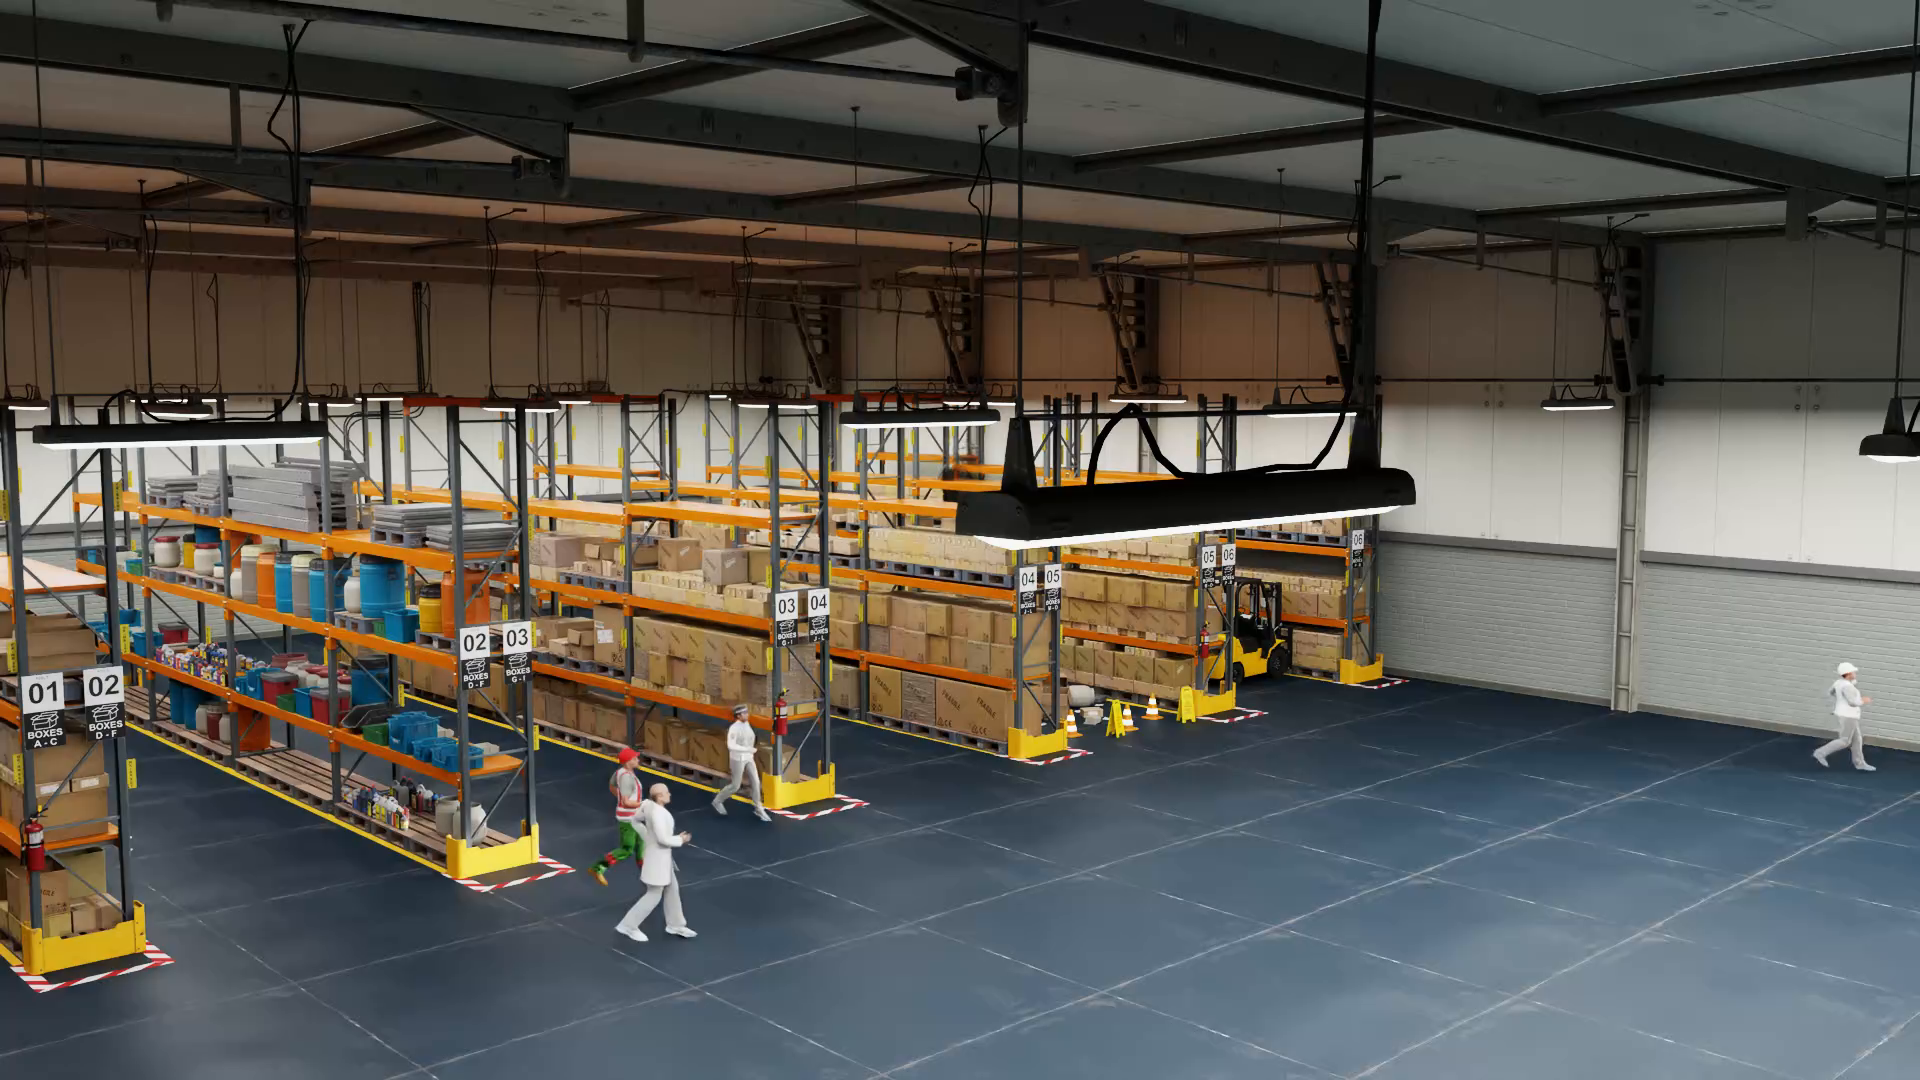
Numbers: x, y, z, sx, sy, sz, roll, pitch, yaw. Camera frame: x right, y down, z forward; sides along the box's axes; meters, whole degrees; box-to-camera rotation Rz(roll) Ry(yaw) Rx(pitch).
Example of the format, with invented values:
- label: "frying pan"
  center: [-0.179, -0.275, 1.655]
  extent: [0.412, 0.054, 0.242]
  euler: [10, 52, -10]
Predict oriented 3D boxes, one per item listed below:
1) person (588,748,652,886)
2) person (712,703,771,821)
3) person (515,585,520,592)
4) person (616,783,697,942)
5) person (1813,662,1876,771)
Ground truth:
- label: "person"
  center: [-4.101, 3.440, 20.532]
  extent: [0.996, 1.775, 0.673]
  euler: [-1, 6, -12]
- label: "person"
  center: [-3.170, 3.181, 23.874]
  extent: [0.861, 1.727, 0.629]
  euler: [3, 6, 24]
- label: "person"
  center: [-9.925, 1.830, 37.455]
  extent: [0.759, 1.749, 0.958]
  euler: [-4, 7, -39]
- label: "person"
  center: [-3.422, 3.636, 18.693]
  extent: [0.923, 1.828, 0.737]
  euler: [-2, 6, -19]
- label: "person"
  center: [14.288, 2.843, 26.804]
  extent: [0.963, 1.751, 0.661]
  euler: [2, 6, 17]
